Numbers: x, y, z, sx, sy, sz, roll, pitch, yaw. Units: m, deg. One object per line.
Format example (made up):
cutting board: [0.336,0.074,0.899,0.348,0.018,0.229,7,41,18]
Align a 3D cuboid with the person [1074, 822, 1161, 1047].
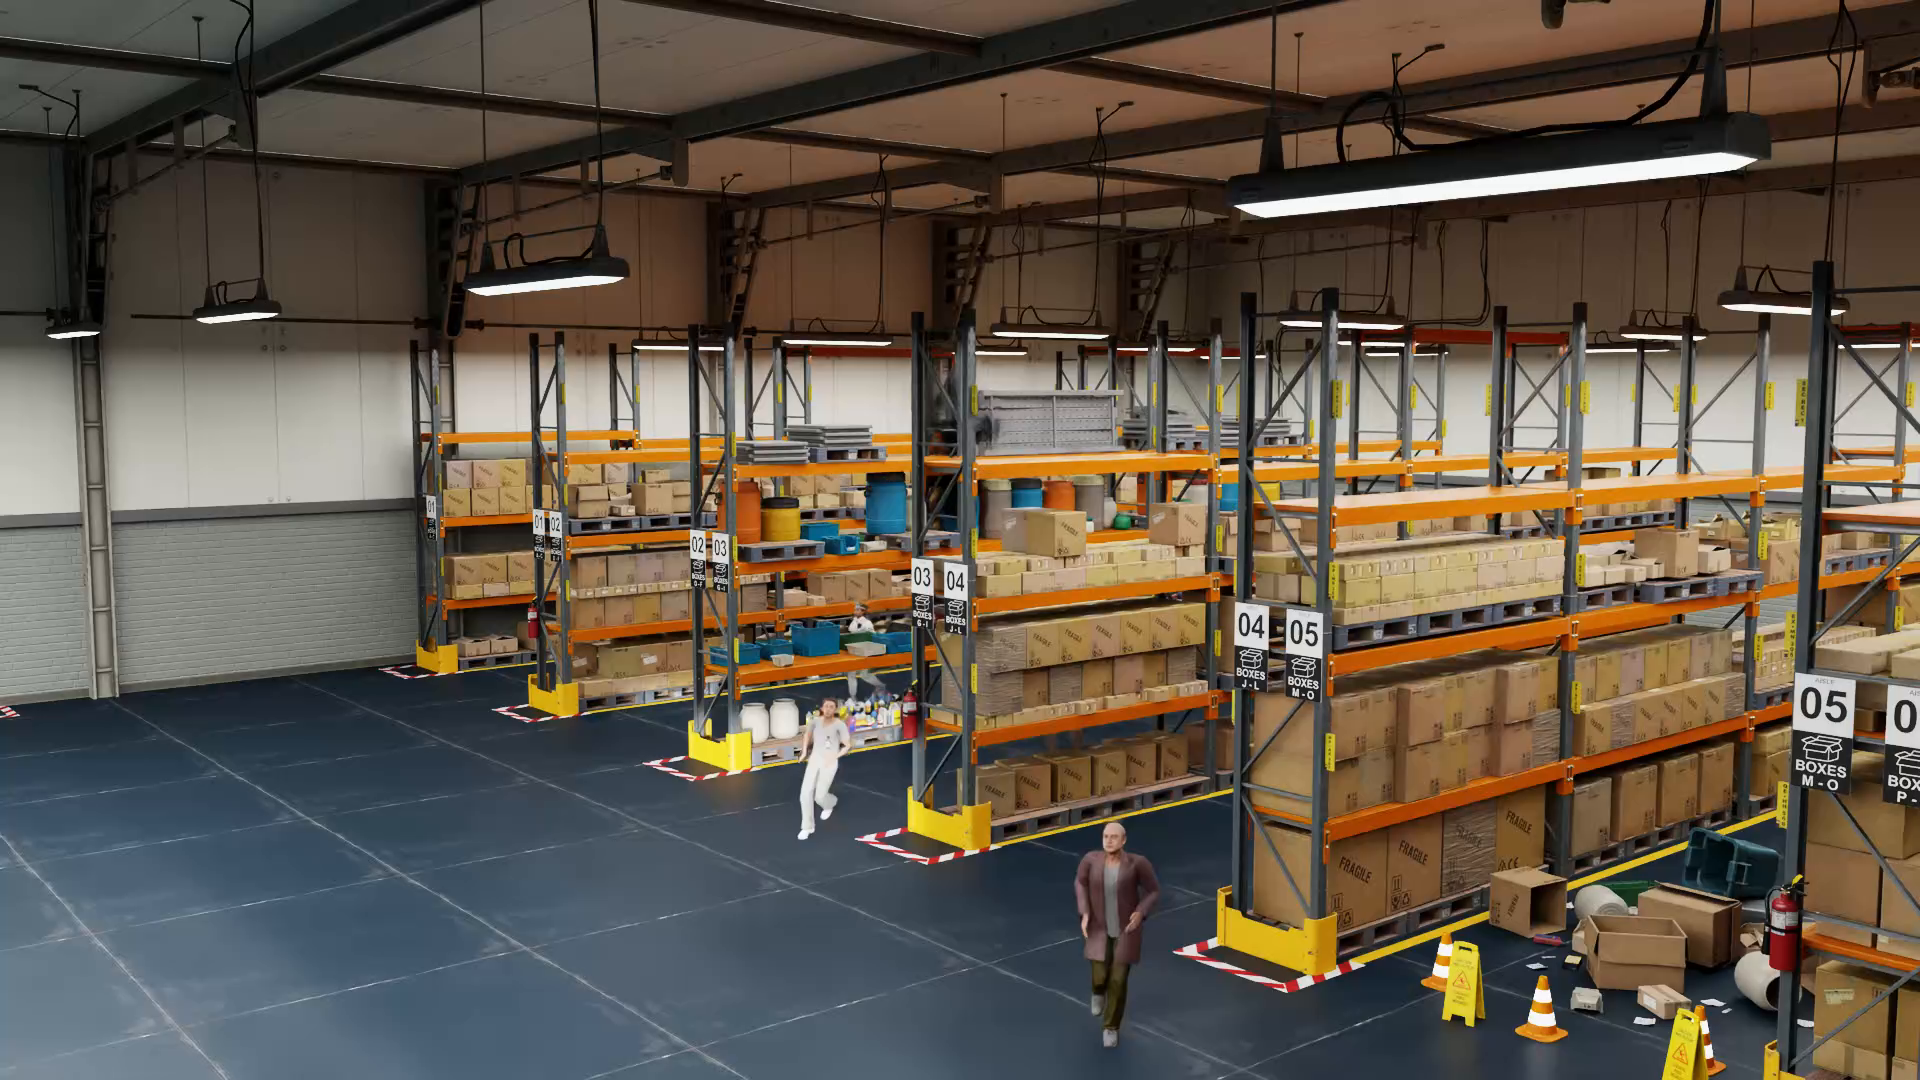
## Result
person: [1.235,3.088,13.172,0.704,1.750,0.685,1,5,14]

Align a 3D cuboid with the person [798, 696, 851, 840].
person: [-1.538,2.598,19.199,0.604,1.638,0.728,2,6,20]

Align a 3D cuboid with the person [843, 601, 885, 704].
person: [-1.595,1.832,27.076,0.814,1.697,0.625,-5,7,-43]

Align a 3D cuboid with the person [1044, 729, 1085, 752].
person: [1.404,2.221,22.687,0.631,1.798,0.754,4,7,39]
